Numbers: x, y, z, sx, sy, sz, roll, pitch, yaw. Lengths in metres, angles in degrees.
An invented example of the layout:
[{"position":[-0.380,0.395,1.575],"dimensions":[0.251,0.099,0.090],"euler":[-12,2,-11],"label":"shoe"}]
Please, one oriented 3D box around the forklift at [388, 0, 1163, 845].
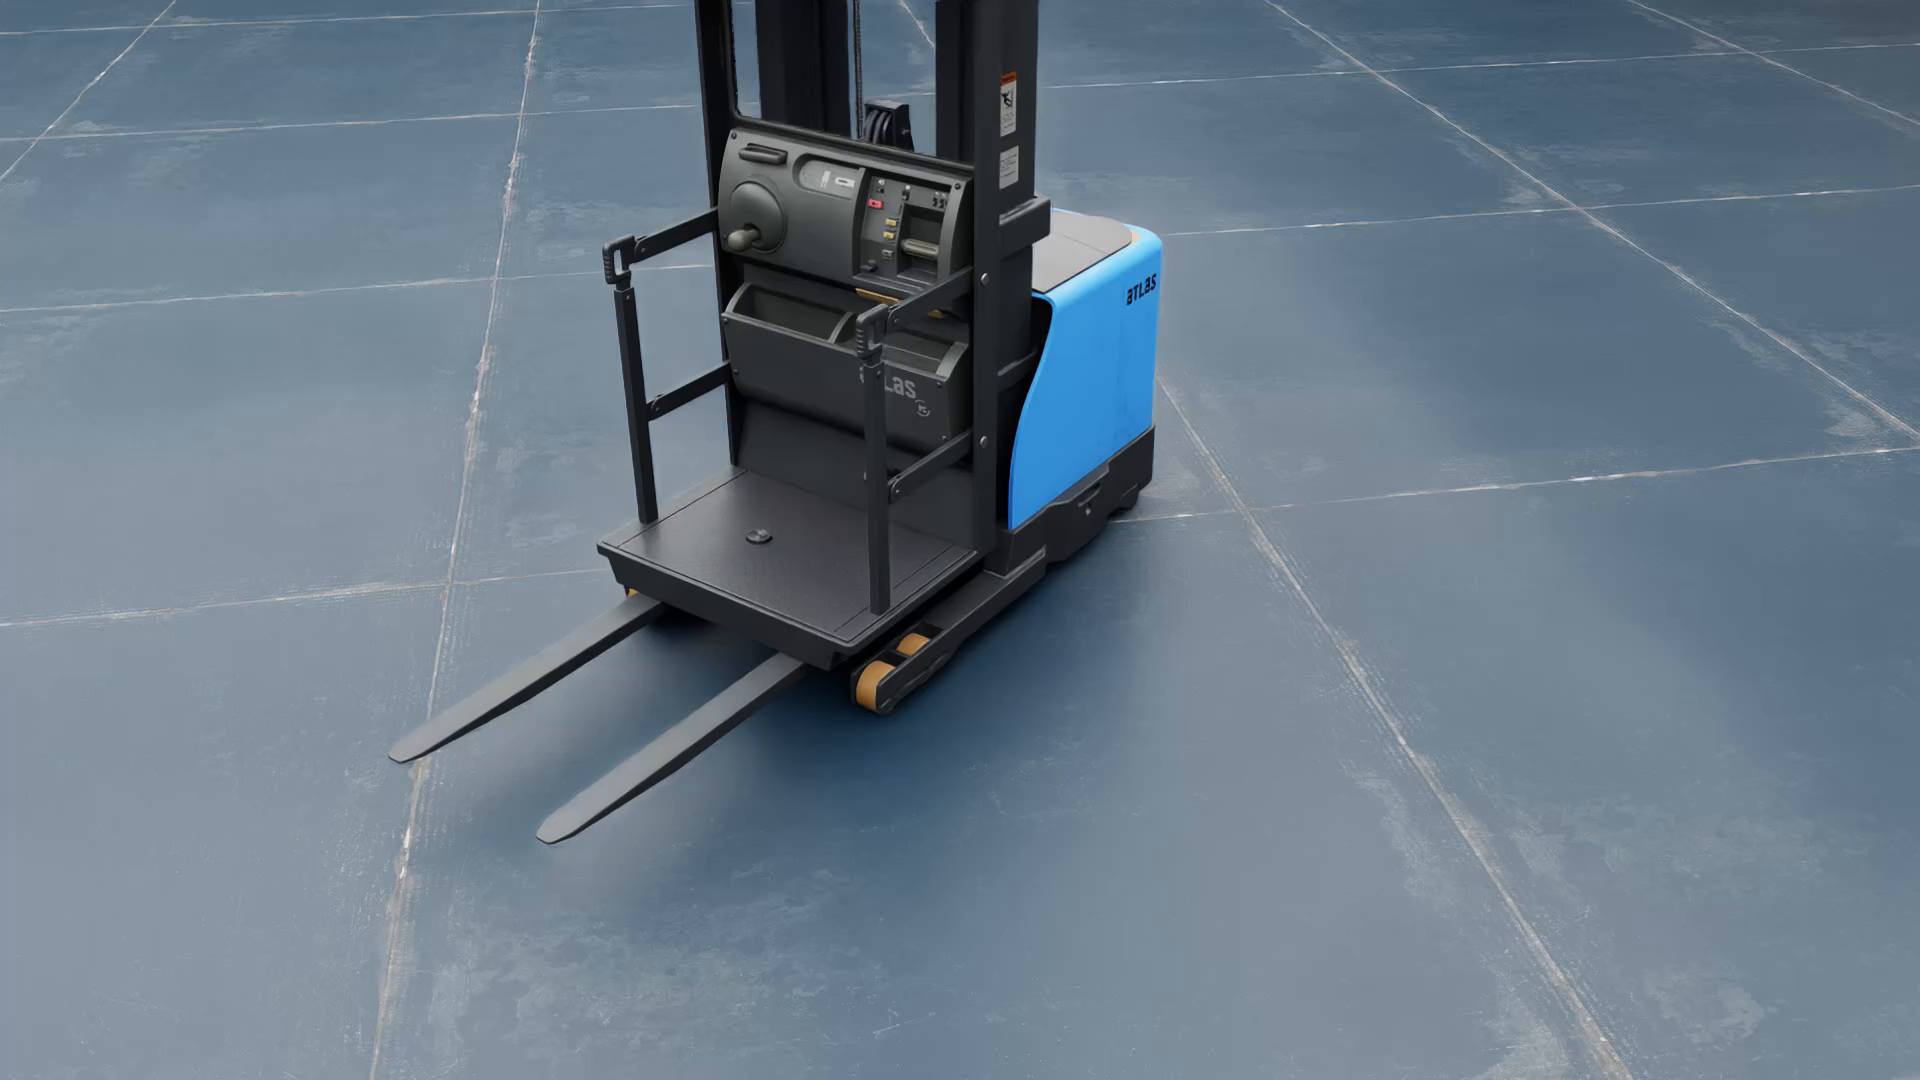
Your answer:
[{"position":[-0.501,-0.987,5.037],"dimensions":[1.130,2.935,3.031],"euler":[19,36,30],"label":"forklift"}]
